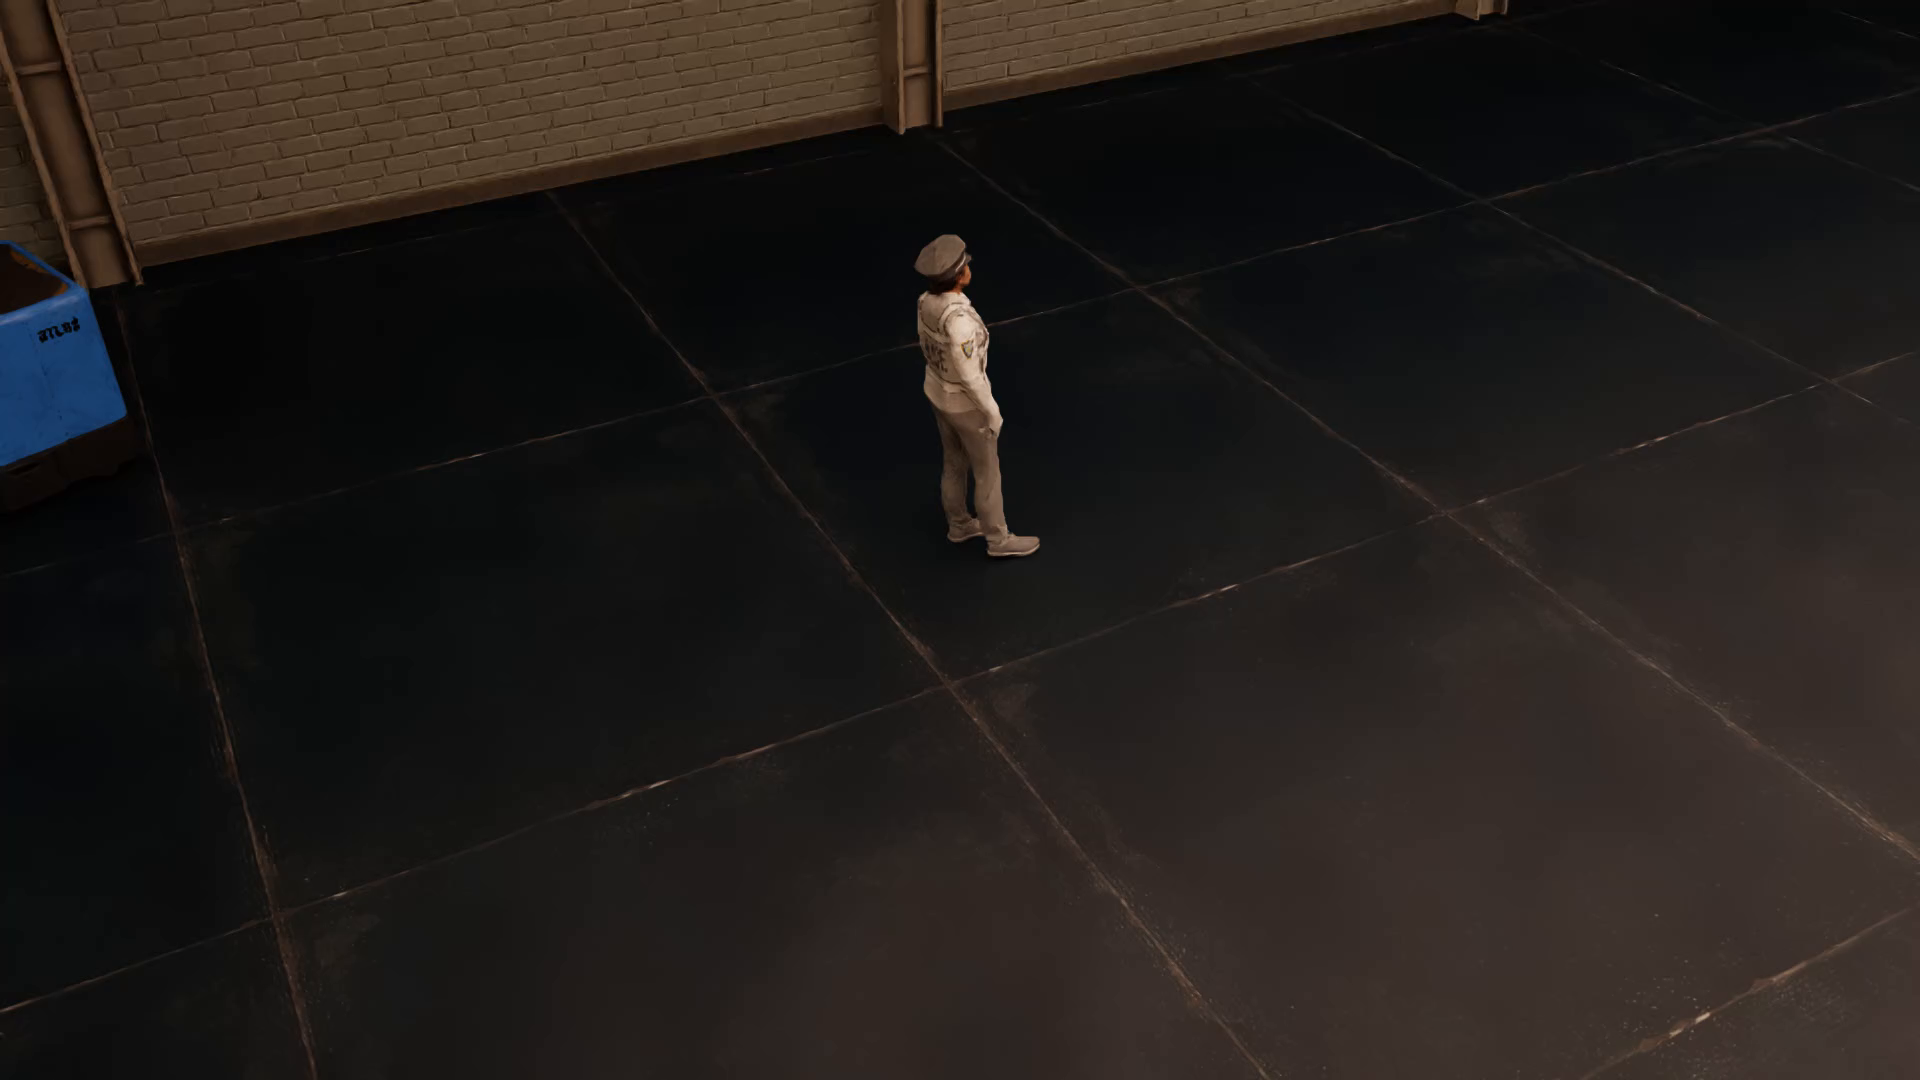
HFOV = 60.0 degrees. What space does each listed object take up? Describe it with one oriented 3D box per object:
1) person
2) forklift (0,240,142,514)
[{"bbox_3d":[0.063,-0.713,8.190,0.533,1.695,0.586,-17,39,-23],"label":"person"},{"bbox_3d":[-5.901,-1.180,7.793,1.130,2.935,3.031,27,44,33],"label":"forklift"}]
